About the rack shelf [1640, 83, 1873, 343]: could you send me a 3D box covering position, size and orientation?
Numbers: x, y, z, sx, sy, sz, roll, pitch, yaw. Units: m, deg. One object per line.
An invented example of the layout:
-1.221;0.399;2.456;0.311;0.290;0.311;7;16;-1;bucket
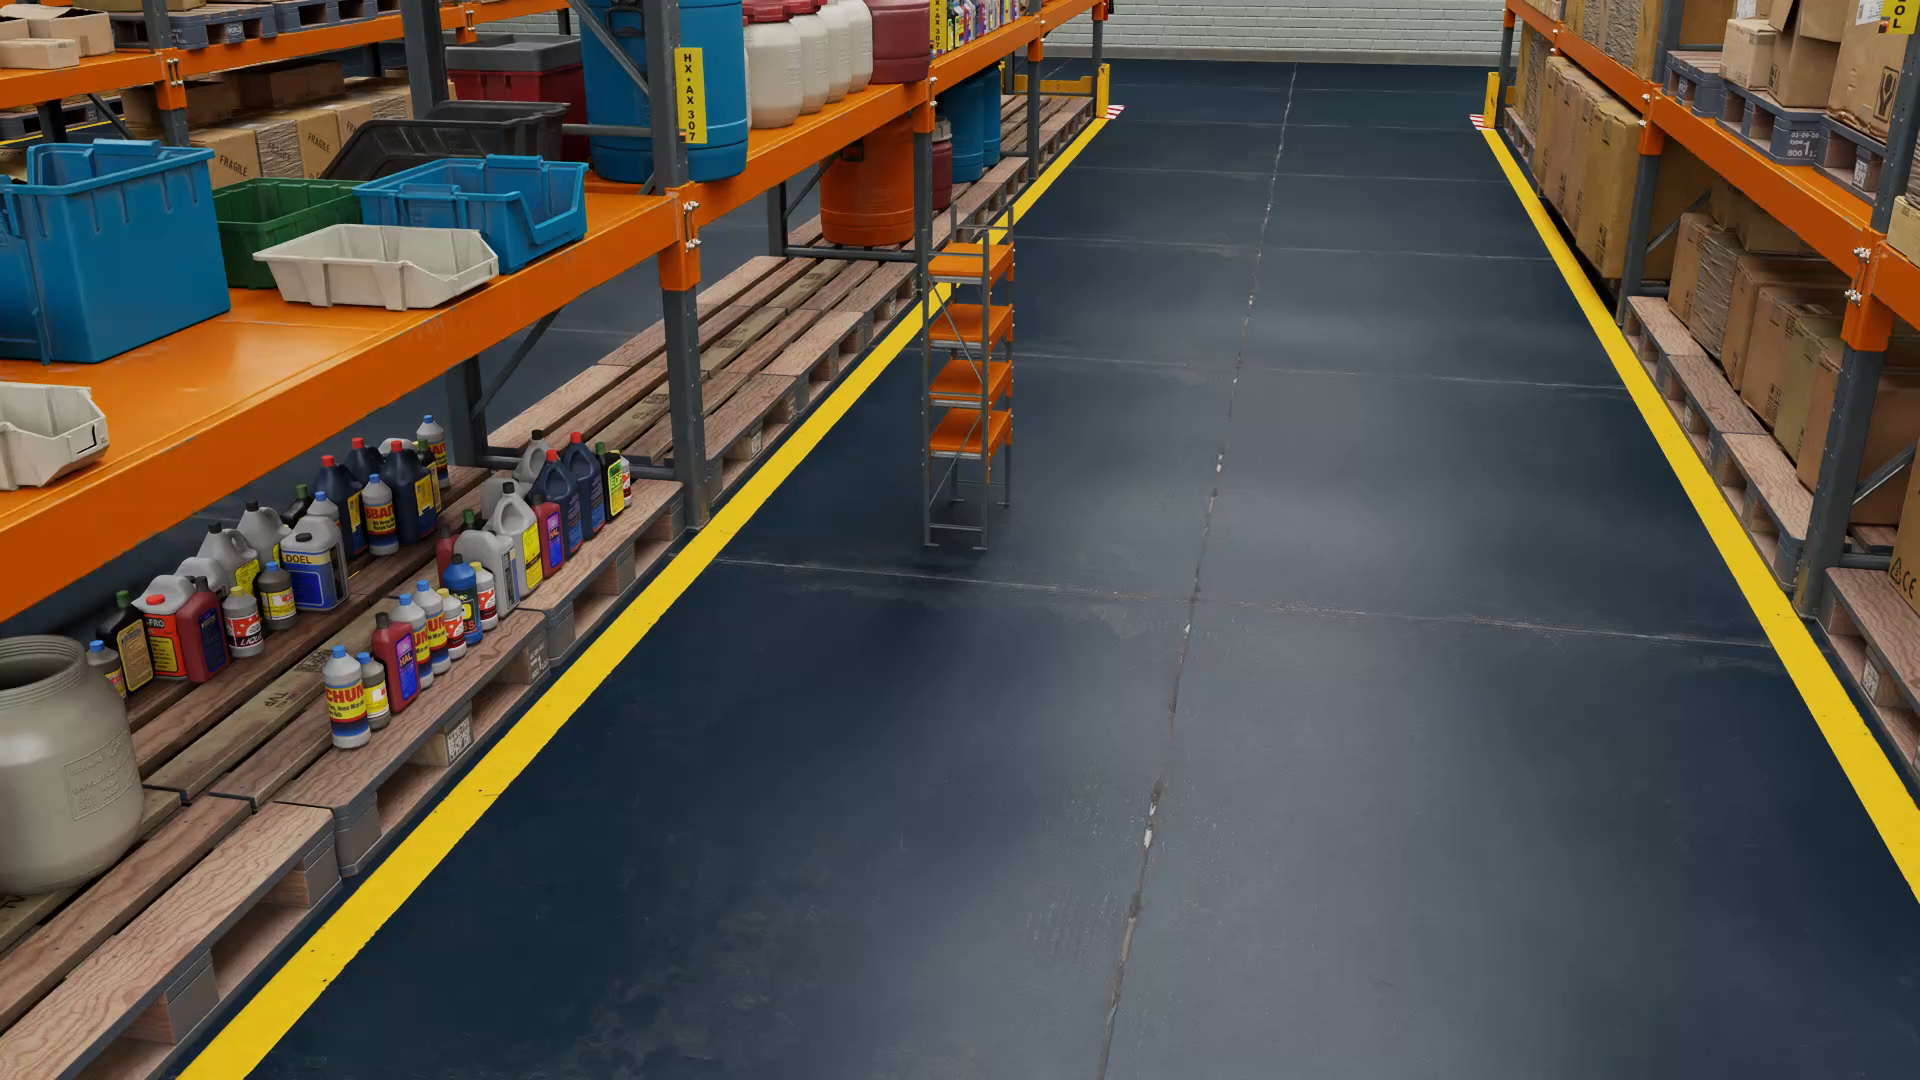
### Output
3.775;-1.498;7.021;1.077;0.370;4.000;4;22;11;rack shelf

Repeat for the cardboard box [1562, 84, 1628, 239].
4.533;-2.349;10.452;1.225;0.875;0.875;5;22;11;cardboard box

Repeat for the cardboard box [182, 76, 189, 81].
-8.879;-5.211;18.060;0.700;0.500;0.500;4;22;11;cardboard box

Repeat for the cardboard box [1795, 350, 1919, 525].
3.513;-0.368;6.009;0.700;0.500;0.500;3;22;7;cardboard box

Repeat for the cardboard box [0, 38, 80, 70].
-5.427;-2.853;9.759;0.380;0.149;0.250;4;22;11;cardboard box

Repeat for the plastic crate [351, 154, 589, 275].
-1.442;-0.984;4.980;0.499;0.251;0.616;4;22;11;plastic crate

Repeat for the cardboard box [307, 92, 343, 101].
-5.243;-3.291;13.267;0.500;0.500;0.500;5;22;12;cardboard box

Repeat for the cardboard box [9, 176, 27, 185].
-5.586;-1.914;9.459;0.500;0.311;0.500;4;22;11;cardboard box

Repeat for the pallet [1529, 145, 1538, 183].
5.231;-3.005;13.532;1.003;0.211;1.213;4;22;11;pallet

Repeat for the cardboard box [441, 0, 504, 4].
-4.327;-4.995;14.606;0.500;0.500;0.500;5;22;12;cardboard box

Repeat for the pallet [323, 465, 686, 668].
-1.660;0.058;5.927;1.003;0.211;1.213;4;22;11;pallet

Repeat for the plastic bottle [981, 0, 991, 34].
0.134;-3.725;11.754;0.152;0.276;0.135;4;22;11;plastic bottle

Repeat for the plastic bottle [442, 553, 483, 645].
-1.492;0.171;4.977;0.097;0.271;0.097;0;22;0;plastic bottle

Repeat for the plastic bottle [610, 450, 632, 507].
-1.251;-0.228;6.060;0.097;0.201;0.097;0;22;0;plastic bottle

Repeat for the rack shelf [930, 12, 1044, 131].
-0.258;-3.339;11.591;1.077;0.370;4.000;4;22;11;rack shelf

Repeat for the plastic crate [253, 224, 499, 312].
-1.566;-0.743;4.535;0.530;0.136;0.437;4;22;11;plastic crate

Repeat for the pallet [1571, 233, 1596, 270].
4.668;-1.997;11.030;1.003;0.211;1.213;4;22;11;pallet

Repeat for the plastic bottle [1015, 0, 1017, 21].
0.389;-4.098;12.780;0.097;0.201;0.097;0;22;0;plastic bottle

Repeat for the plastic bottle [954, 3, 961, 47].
-0.042;-3.357;10.847;0.097;0.271;0.097;0;22;0;plastic bottle

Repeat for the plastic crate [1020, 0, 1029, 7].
0.385;-4.469;13.706;0.396;0.136;0.243;4;22;11;plastic crate

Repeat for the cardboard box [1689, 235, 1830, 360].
3.965;-1.157;7.969;0.700;0.500;0.500;3;22;6;cardboard box

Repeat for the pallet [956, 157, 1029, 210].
-0.048;-2.831;13.101;1.003;0.211;1.213;4;22;11;pallet

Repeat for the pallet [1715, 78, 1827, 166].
3.819;-1.747;6.934;1.003;0.211;1.213;4;22;11;pallet

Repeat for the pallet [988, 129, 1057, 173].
0.262;-3.382;14.469;1.003;0.211;1.213;4;22;11;pallet

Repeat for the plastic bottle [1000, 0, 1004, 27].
0.245;-3.952;12.218;0.144;0.351;0.185;4;22;11;plastic bottle

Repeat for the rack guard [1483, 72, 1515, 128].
5.820;-4.338;16.456;1.175;0.500;0.348;4;22;11;rack guard

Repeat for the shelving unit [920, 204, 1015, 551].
0.034;-0.617;6.280;0.258;1.200;0.503;4;22;11;shelving unit

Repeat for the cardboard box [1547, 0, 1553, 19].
4.793;-4.141;12.955;0.380;0.149;0.250;5;22;12;cardboard box

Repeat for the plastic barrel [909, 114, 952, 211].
-0.352;-2.610;11.486;0.600;0.588;0.708;4;22;11;plastic barrel

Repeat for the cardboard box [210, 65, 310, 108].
-5.341;-3.468;12.702;0.500;0.250;0.500;4;22;10;cardboard box

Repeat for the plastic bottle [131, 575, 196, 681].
-2.275;0.249;4.777;0.152;0.276;0.135;5;22;11;plastic bottle

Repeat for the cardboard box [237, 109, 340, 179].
-4.933;-2.884;12.256;0.500;0.500;0.500;4;22;10;cardboard box

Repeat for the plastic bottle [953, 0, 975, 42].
0.022;-3.524;11.255;0.152;0.276;0.135;4;22;11;plastic bottle

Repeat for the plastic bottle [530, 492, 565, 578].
-1.363;-0.032;5.464;0.061;0.283;0.133;6;23;14;plastic bottle

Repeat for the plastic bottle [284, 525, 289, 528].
-2.172;0.050;5.370;0.097;0.201;0.097;0;22;0;plastic bottle

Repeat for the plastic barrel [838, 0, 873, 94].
-0.667;-2.600;8.645;0.421;0.512;0.421;0;22;0;plastic barrel

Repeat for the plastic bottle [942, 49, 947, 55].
-0.167;-3.186;10.416;0.152;0.276;0.135;4;22;11;plastic bottle

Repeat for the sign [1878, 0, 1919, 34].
2.822;-1.678;4.956;0.100;0.325;0.005;4;22;11;sign

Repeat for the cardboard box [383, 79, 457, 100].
-4.518;-3.625;14.096;0.500;0.500;0.500;4;22;11;cardboard box

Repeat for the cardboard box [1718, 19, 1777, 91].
3.616;-2.093;7.174;0.500;0.250;0.500;4;22;9;cardboard box

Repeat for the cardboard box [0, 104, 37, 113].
-9.295;-4.460;16.196;0.700;0.500;0.500;5;22;12;cardboard box

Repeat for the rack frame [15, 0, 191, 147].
-5.514;-3.320;10.581;1.000;3.000;0.127;4;22;11;rack frame

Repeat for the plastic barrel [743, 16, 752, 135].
-1.072;-1.874;6.810;0.433;0.535;0.433;0;22;0;plastic barrel

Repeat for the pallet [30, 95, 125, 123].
-9.070;-4.585;17.456;1.003;0.211;1.213;4;22;11;pallet

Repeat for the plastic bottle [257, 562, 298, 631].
-2.089;0.165;5.085;0.097;0.201;0.097;0;22;0;plastic bottle

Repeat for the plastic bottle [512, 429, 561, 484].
-1.473;-0.207;5.809;0.144;0.351;0.185;4;22;11;plastic bottle

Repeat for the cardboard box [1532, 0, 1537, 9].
5.002;-4.516;13.888;0.380;0.149;0.250;4;22;10;cardboard box

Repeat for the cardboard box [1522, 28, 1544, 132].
5.577;-4.125;14.863;0.875;0.875;0.875;4;22;11;cardboard box

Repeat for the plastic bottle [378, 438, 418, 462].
-2.016;-0.215;5.930;0.152;0.276;0.135;5;23;13;plastic bottle

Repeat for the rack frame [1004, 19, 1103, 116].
0.966;-5.867;16.905;1.000;3.000;0.127;4;22;11;rack frame

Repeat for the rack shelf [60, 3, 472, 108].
-5.106;-3.718;12.532;1.077;0.370;4.000;4;22;11;rack shelf

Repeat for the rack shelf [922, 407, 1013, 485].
0.034;-0.371;6.379;0.258;0.148;0.480;4;22;11;rack shelf

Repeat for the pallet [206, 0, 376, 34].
-5.122;-3.942;12.384;1.003;0.211;1.213;4;22;11;pallet

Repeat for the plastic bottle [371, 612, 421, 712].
-1.559;0.320;4.591;0.061;0.283;0.133;5;22;12;plastic bottle

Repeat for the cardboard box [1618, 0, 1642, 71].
4.148;-2.991;9.631;0.500;0.500;0.500;4;22;10;cardboard box

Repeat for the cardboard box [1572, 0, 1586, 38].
4.559;-3.739;11.490;0.500;0.500;0.500;4;22;11;cardboard box

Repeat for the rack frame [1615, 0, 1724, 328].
4.183;-2.563;8.703;1.000;3.000;0.127;4;22;11;rack frame

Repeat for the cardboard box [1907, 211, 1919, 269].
2.964;-0.838;4.755;0.380;0.149;0.250;4;22;11;cardboard box

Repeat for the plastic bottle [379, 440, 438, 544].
-1.912;-0.179;5.739;0.144;0.351;0.185;4;22;11;plastic bottle
